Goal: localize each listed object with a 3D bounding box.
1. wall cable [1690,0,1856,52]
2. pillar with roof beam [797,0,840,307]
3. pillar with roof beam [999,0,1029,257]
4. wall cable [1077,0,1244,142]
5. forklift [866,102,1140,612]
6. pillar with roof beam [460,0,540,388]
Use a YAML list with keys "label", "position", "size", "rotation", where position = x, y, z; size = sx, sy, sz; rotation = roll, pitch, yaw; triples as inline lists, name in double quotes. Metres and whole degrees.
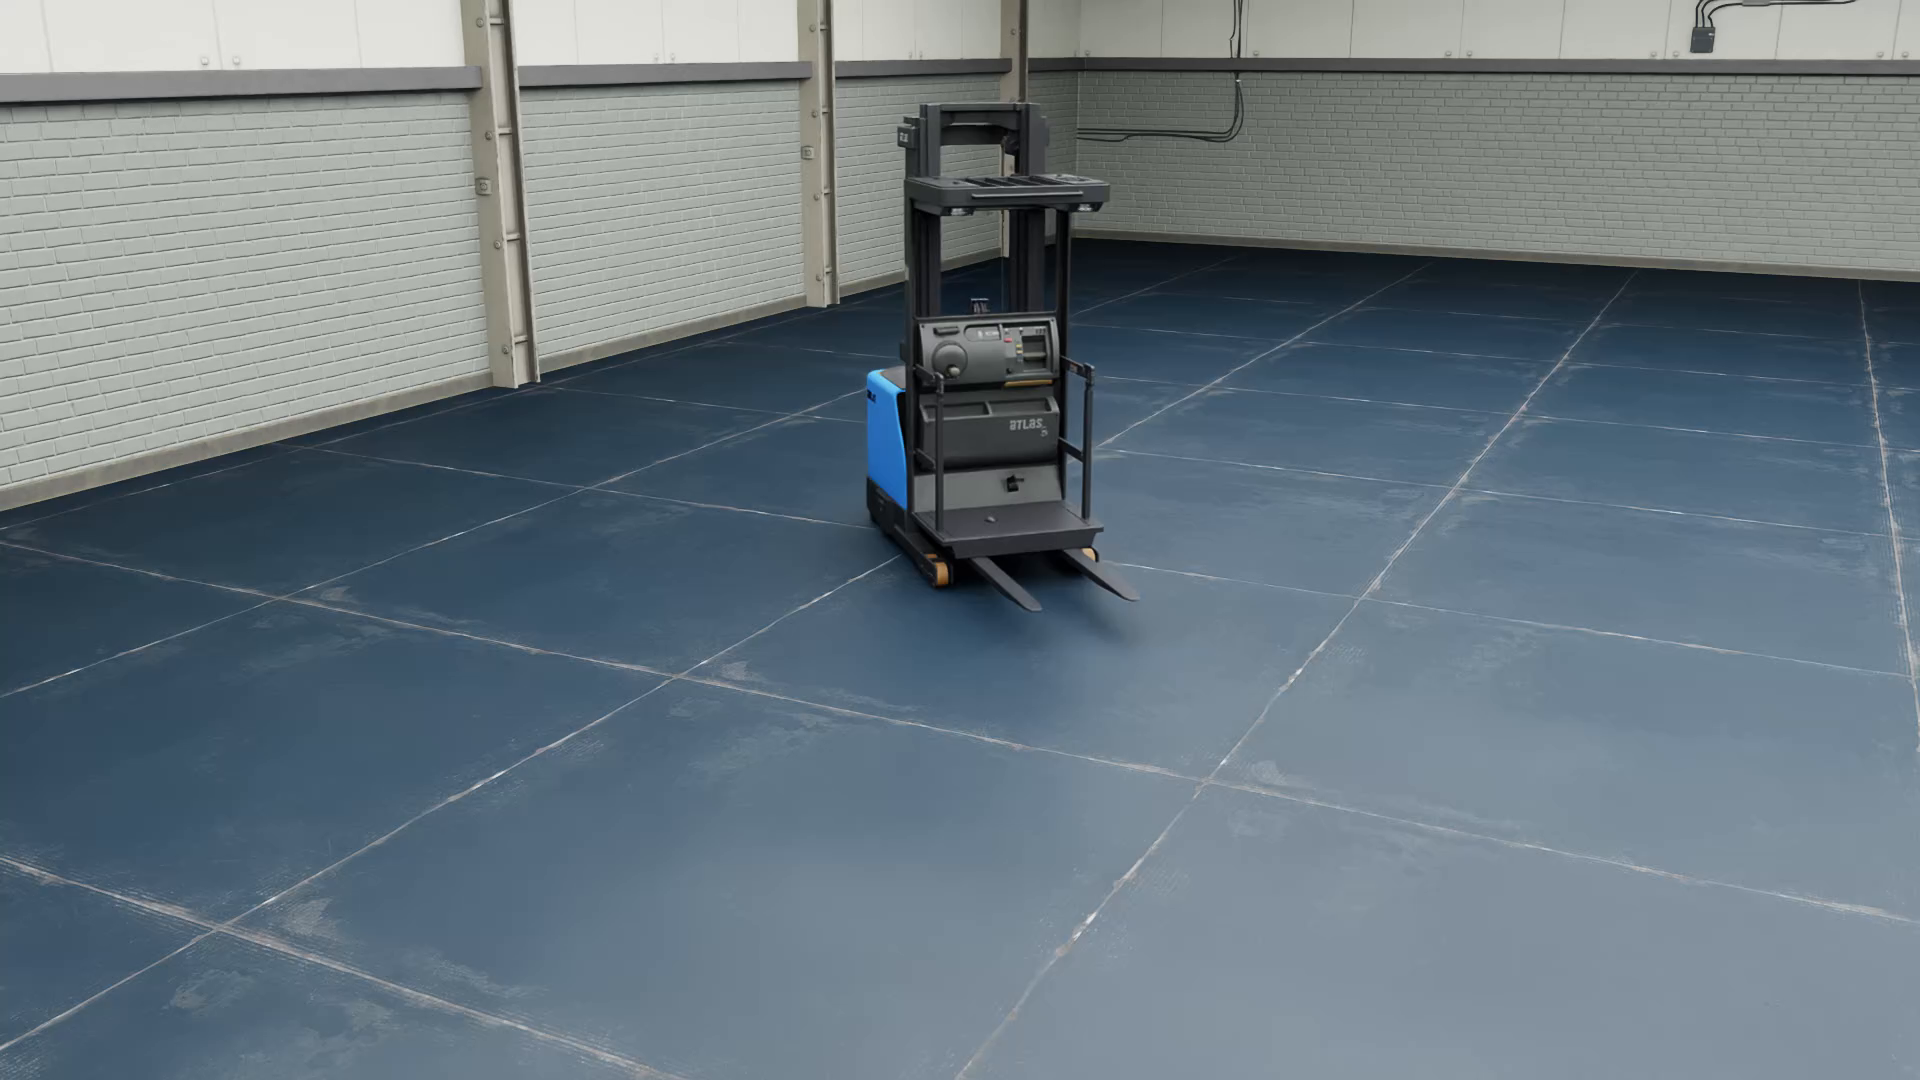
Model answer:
- label: "wall cable"
  position: [11.842, -9.959, 23.276]
  size: [2.305, 6.003, 0.169]
  rotation: [8, 18, 25]
- label: "pillar with roof beam"
  position: [2.027, -6.882, 18.891]
  size: [9.100, 9.000, 0.400]
  rotation: [8, 18, 25]
- label: "pillar with roof beam"
  position: [4.708, -8.411, 24.036]
  size: [9.100, 9.000, 0.400]
  rotation: [8, 18, 25]
- label: "wall cable"
  position: [3.356, -8.052, 28.282]
  size: [3.097, 2.526, 0.112]
  rotation: [8, 18, 25]
- label: "forklift"
  position: [0.259, -1.230, 10.519]
  size: [1.130, 2.935, 3.031]
  rotation: [-5, 17, -17]
- label: "pillar with roof beam"
  position: [-0.654, -5.354, 13.745]
  size: [9.100, 9.000, 0.400]
  rotation: [8, 18, 25]
